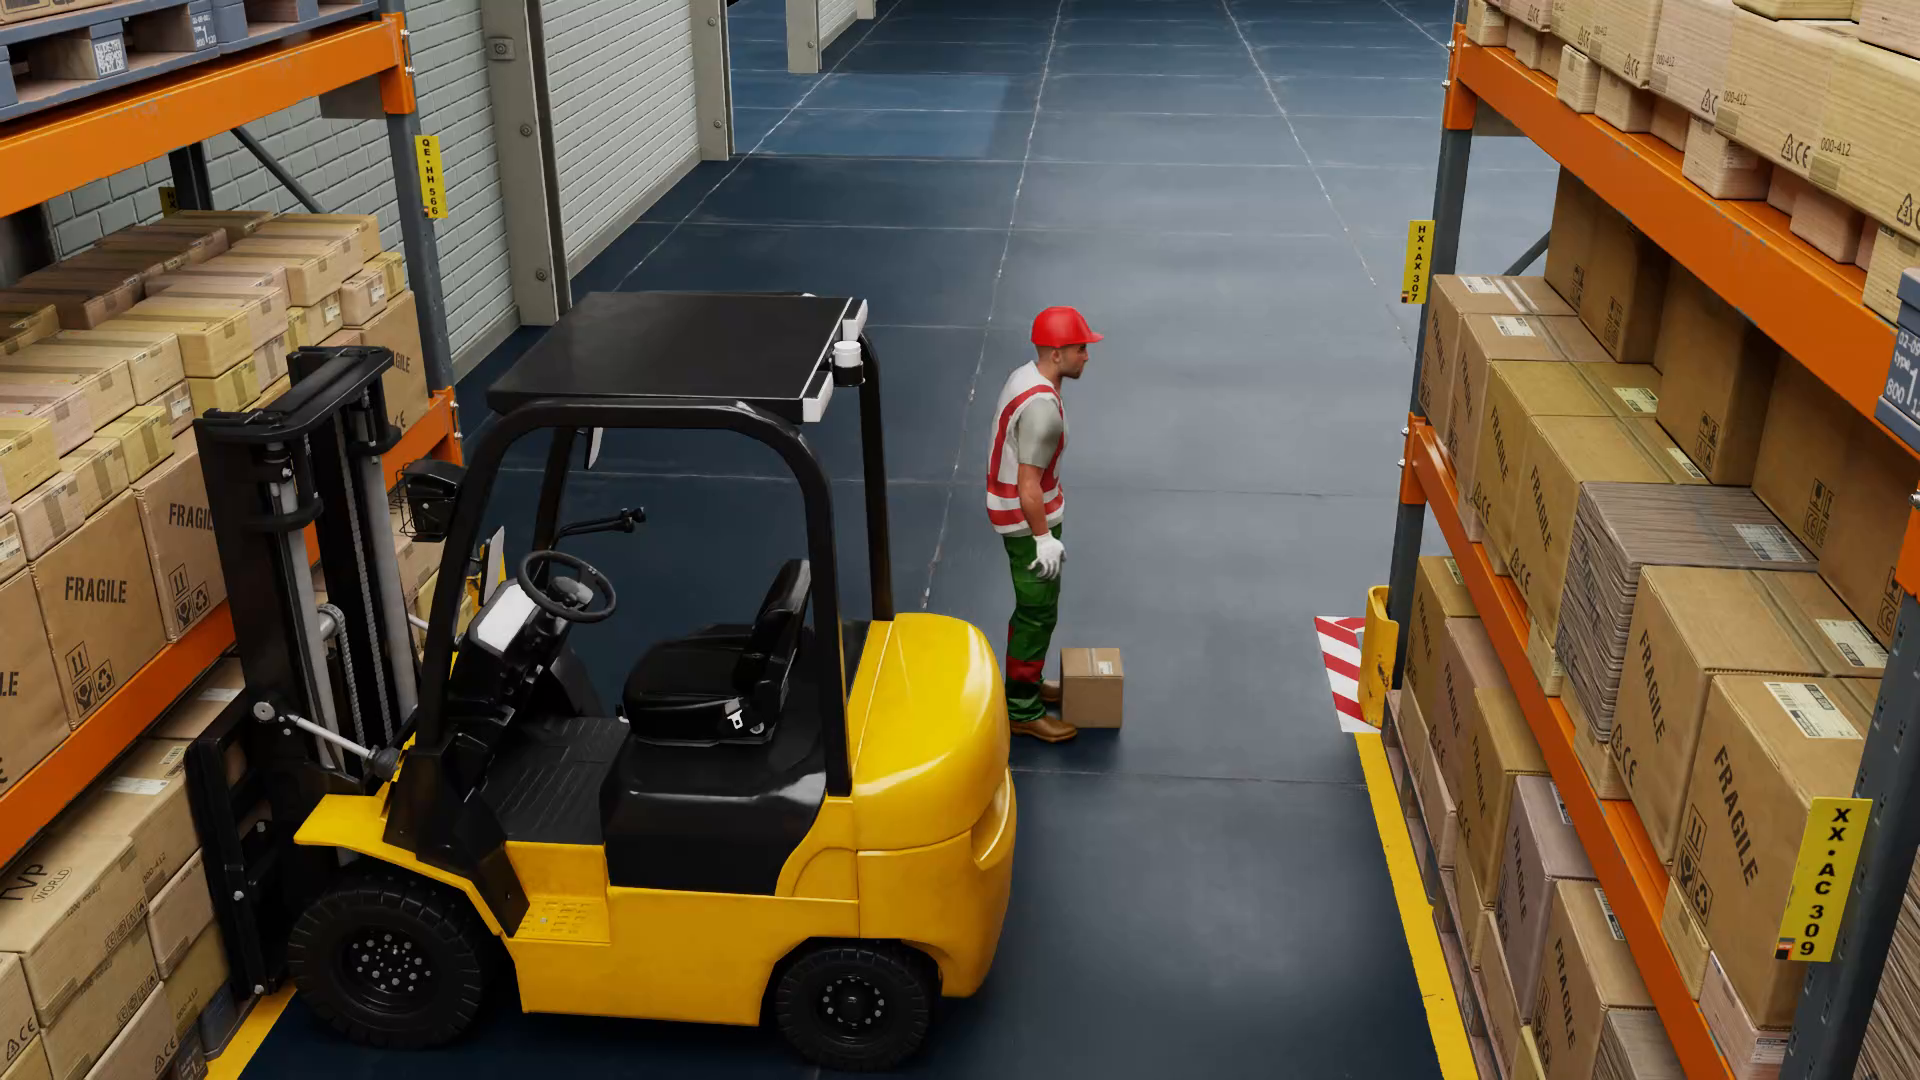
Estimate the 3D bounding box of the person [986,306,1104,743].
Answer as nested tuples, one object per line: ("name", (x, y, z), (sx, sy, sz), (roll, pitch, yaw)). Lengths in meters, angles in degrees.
("person", (0.332, -0.081, 6.763), (0.453, 1.779, 0.621), (1, 24, 3))
